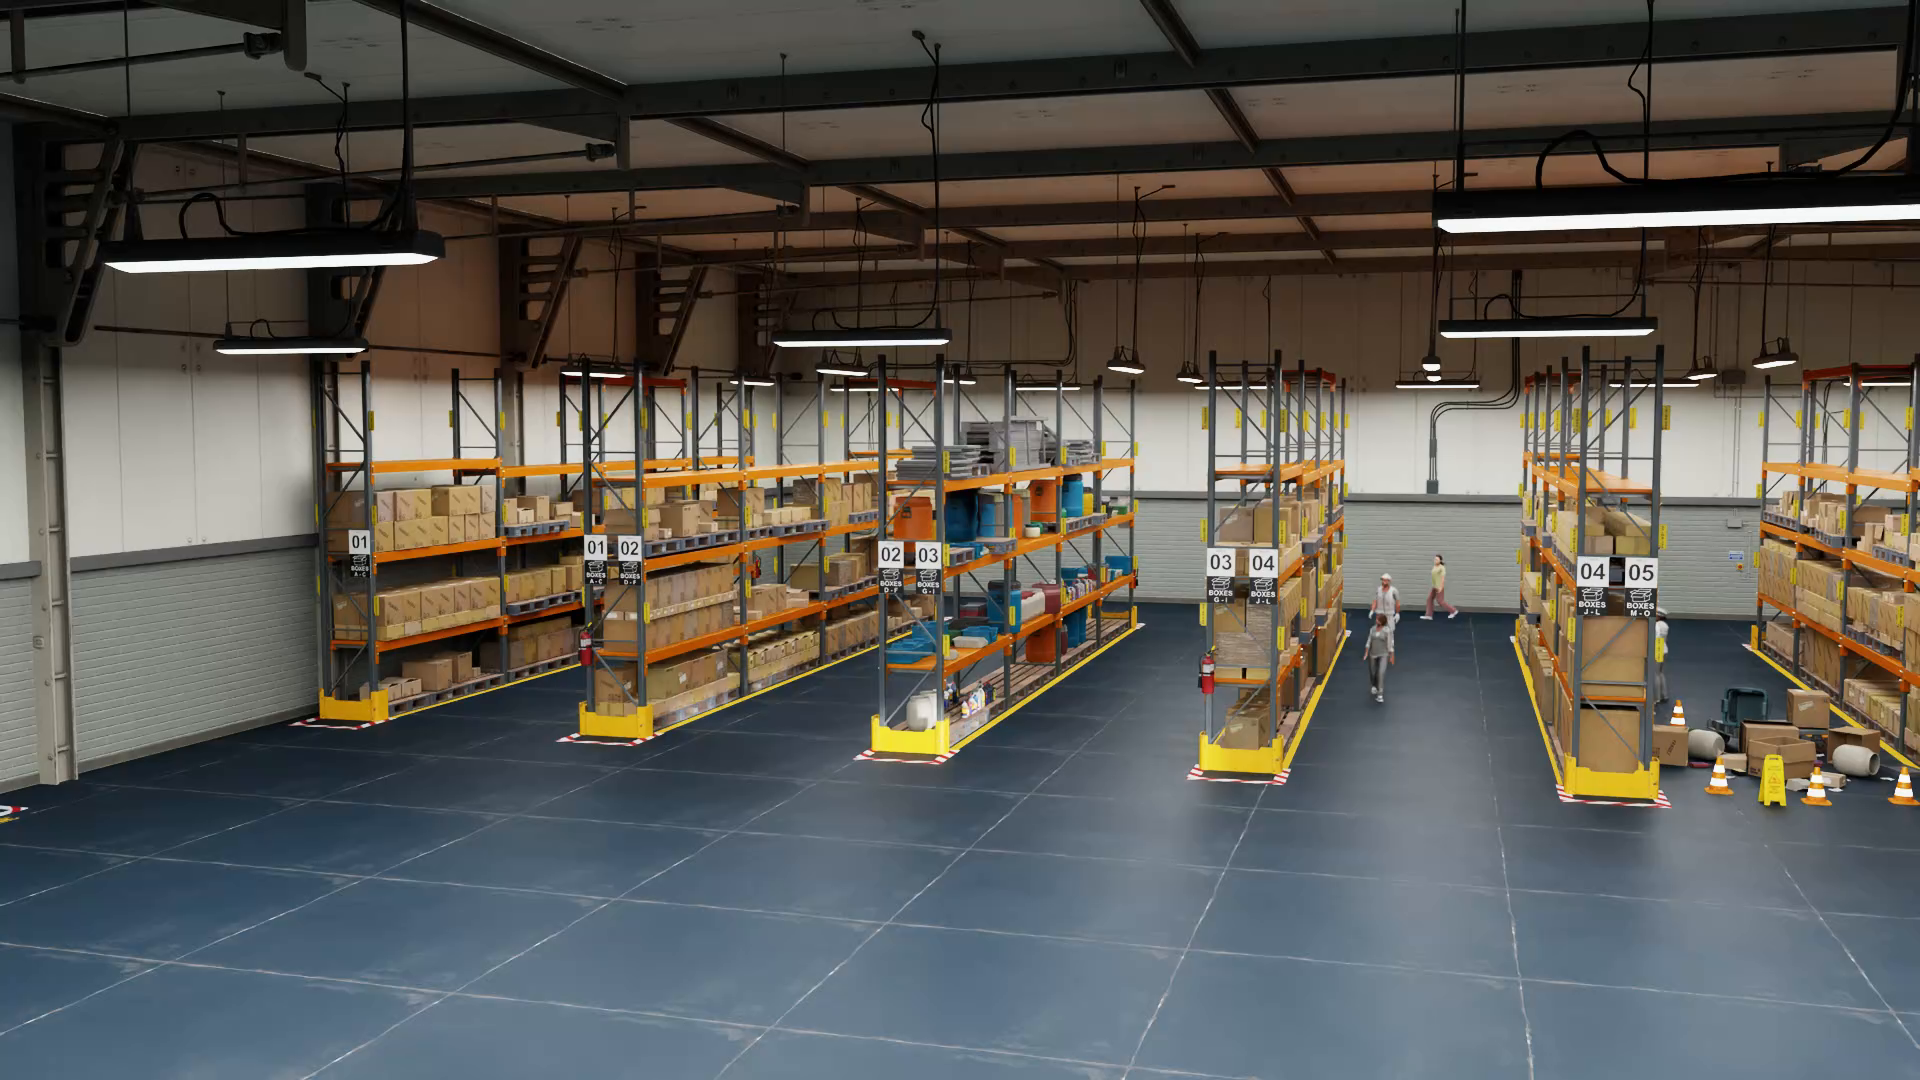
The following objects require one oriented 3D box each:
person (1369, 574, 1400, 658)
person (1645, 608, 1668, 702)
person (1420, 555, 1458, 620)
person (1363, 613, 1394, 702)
[{"bbox_3d":[9.012,1.590,35.300,0.641,1.743,0.974,1,4,14],"label":"person"},{"bbox_3d":[12.481,2.050,29.736,0.652,1.692,0.340,-3,5,-38],"label":"person"},{"bbox_3d":[12.033,1.187,41.737,0.903,1.639,0.460,0,4,2],"label":"person"},{"bbox_3d":[7.528,2.082,29.899,0.545,1.558,0.827,1,4,13],"label":"person"}]
